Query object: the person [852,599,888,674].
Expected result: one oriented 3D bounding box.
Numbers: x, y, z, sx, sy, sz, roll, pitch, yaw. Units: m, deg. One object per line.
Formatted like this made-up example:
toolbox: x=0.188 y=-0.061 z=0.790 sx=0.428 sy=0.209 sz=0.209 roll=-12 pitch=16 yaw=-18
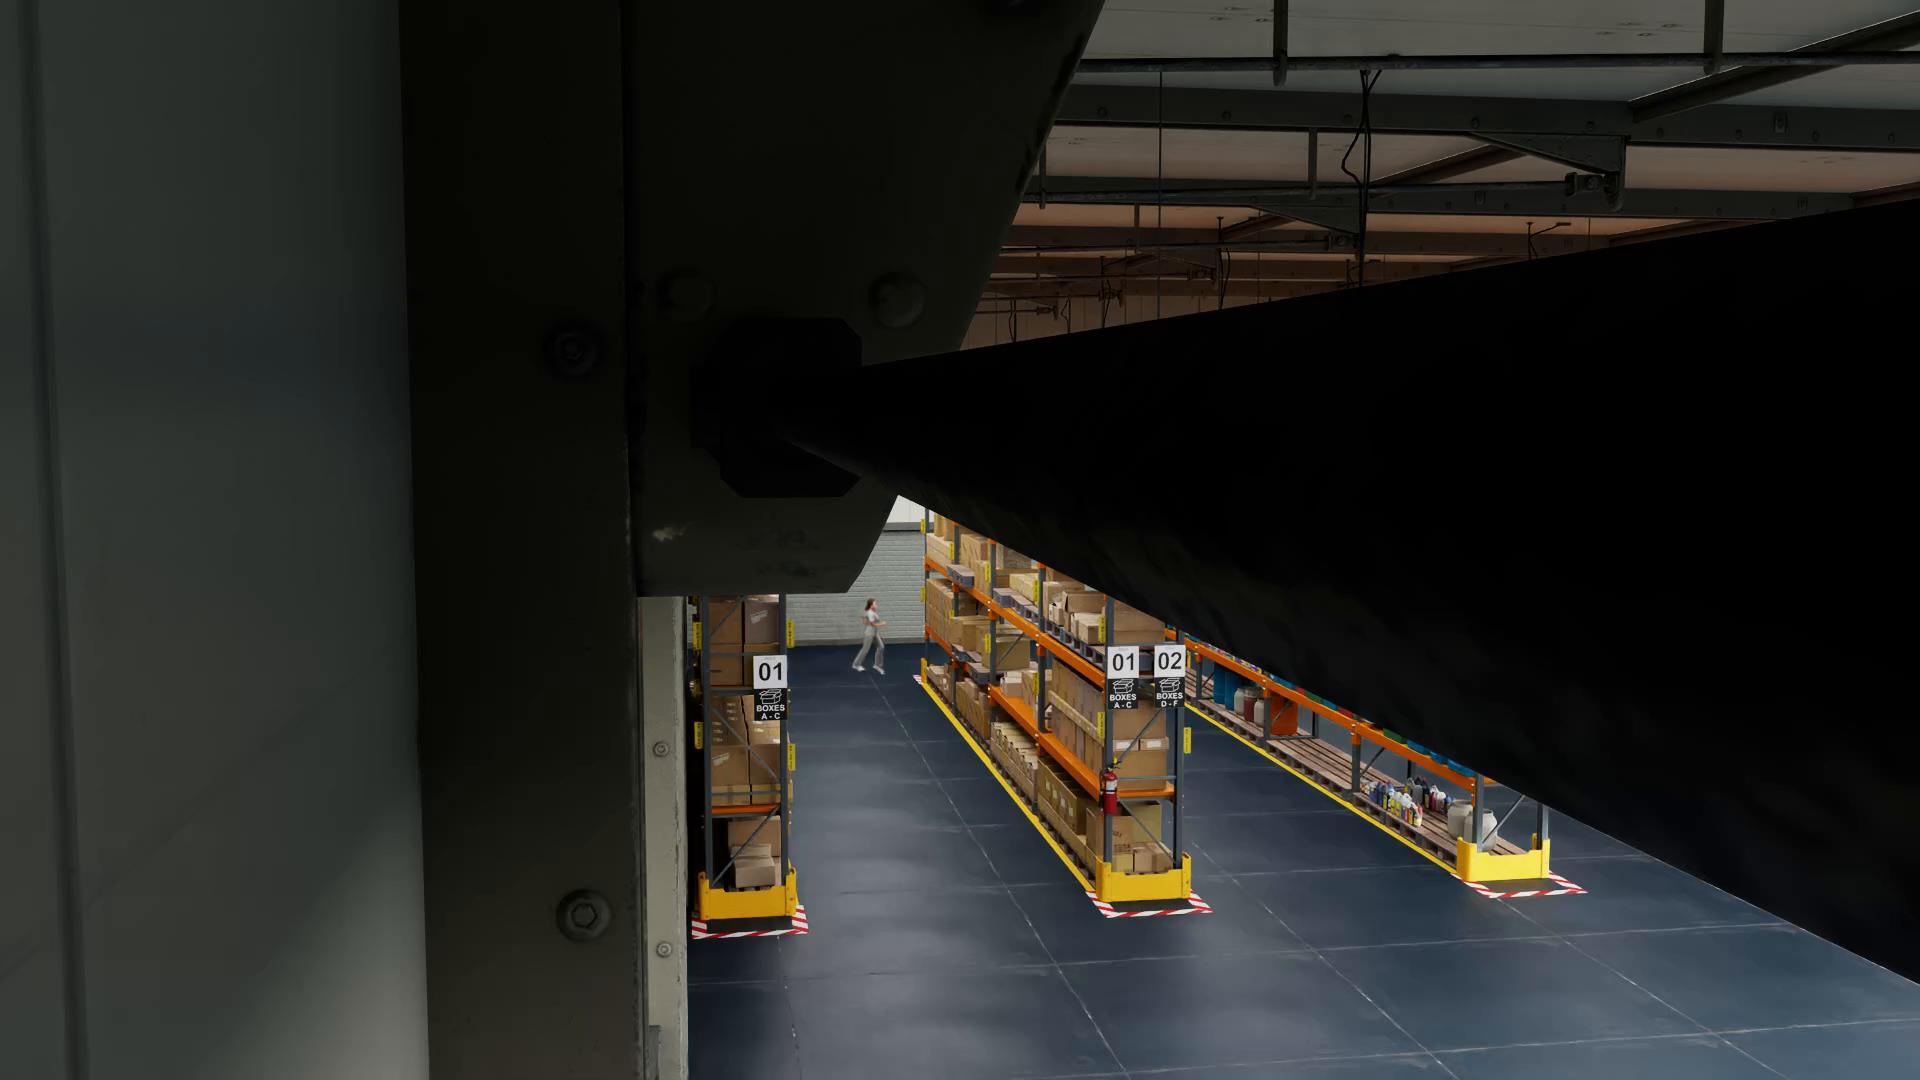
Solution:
person: x=-2.035 y=2.188 z=37.639 sx=0.838 sy=1.718 sz=0.540 roll=0 pitch=5 yaw=5
